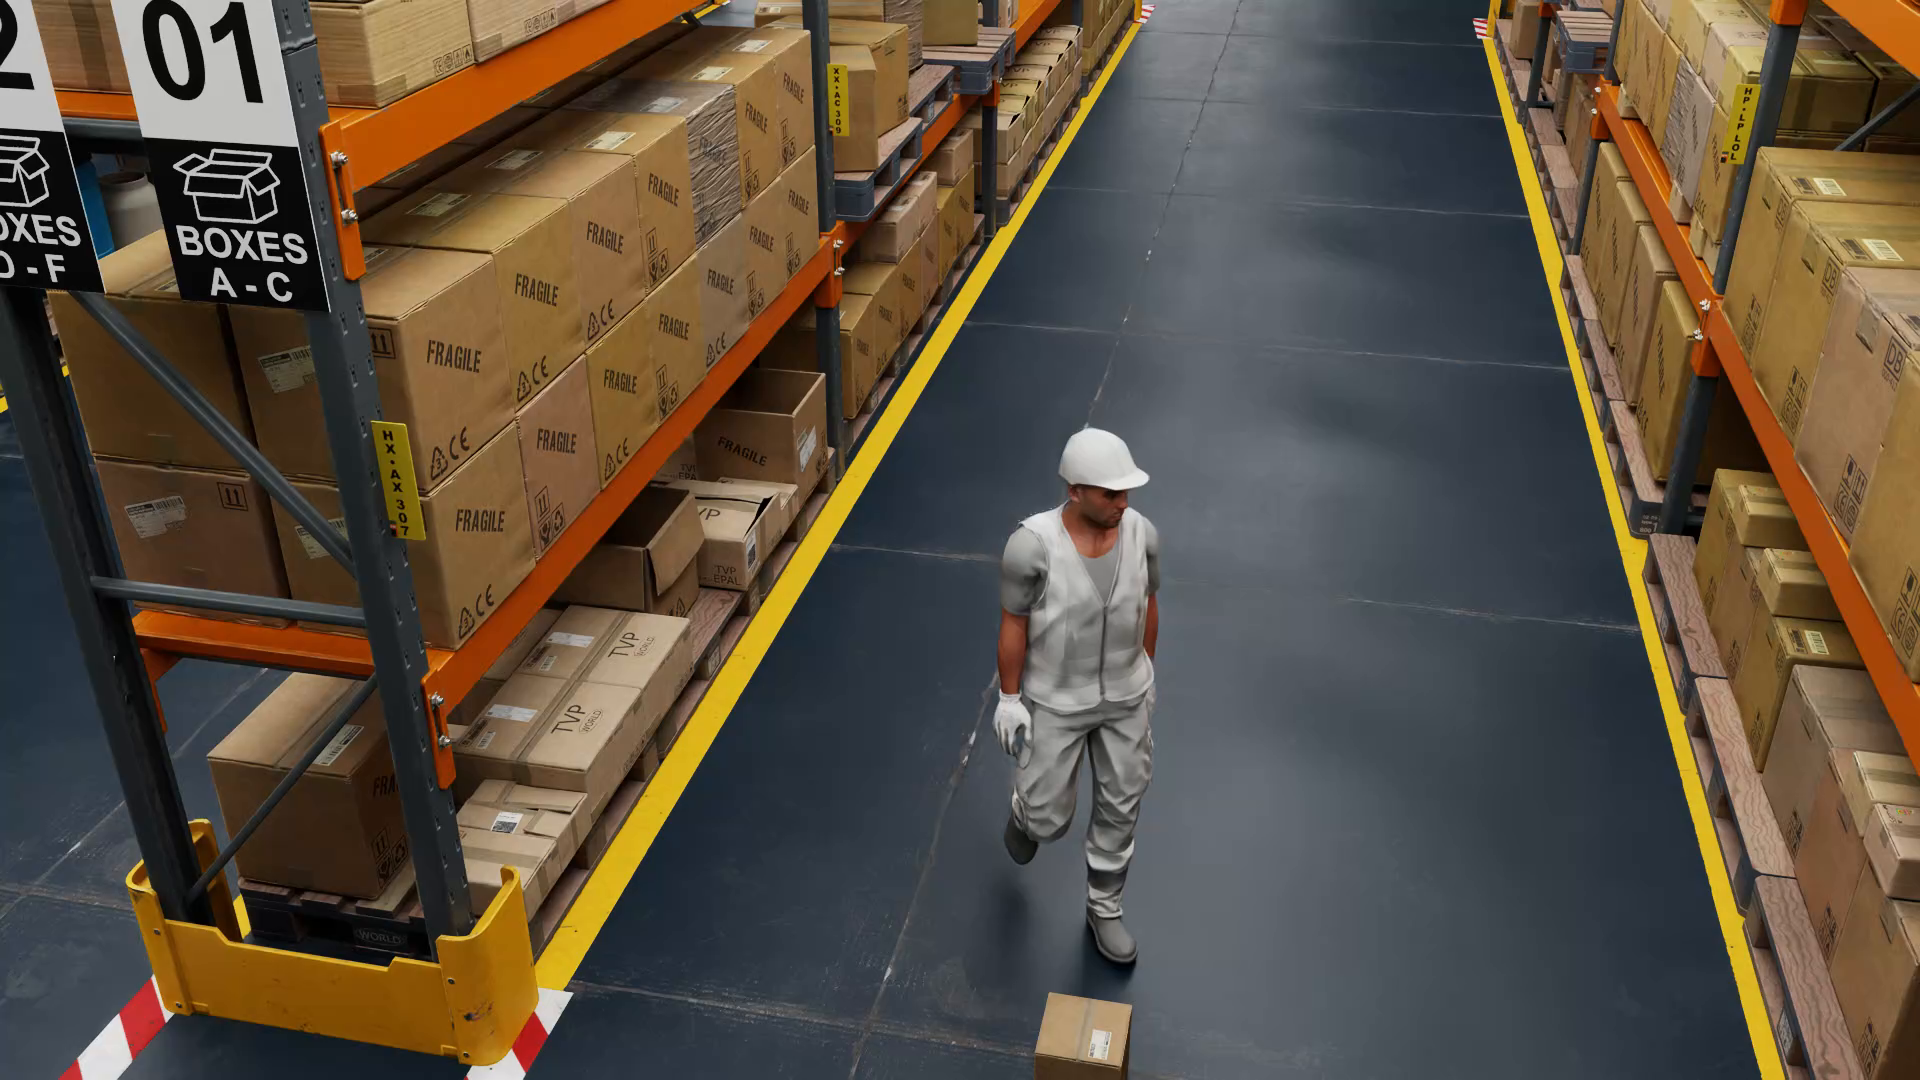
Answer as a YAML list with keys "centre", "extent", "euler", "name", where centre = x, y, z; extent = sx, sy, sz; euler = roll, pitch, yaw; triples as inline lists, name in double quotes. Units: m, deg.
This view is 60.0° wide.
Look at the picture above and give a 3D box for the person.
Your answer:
- centre: [0.369, 0.472, 5.199]
  extent: [0.563, 1.779, 0.650]
  euler: [-8, 30, -15]
  name: "person"
